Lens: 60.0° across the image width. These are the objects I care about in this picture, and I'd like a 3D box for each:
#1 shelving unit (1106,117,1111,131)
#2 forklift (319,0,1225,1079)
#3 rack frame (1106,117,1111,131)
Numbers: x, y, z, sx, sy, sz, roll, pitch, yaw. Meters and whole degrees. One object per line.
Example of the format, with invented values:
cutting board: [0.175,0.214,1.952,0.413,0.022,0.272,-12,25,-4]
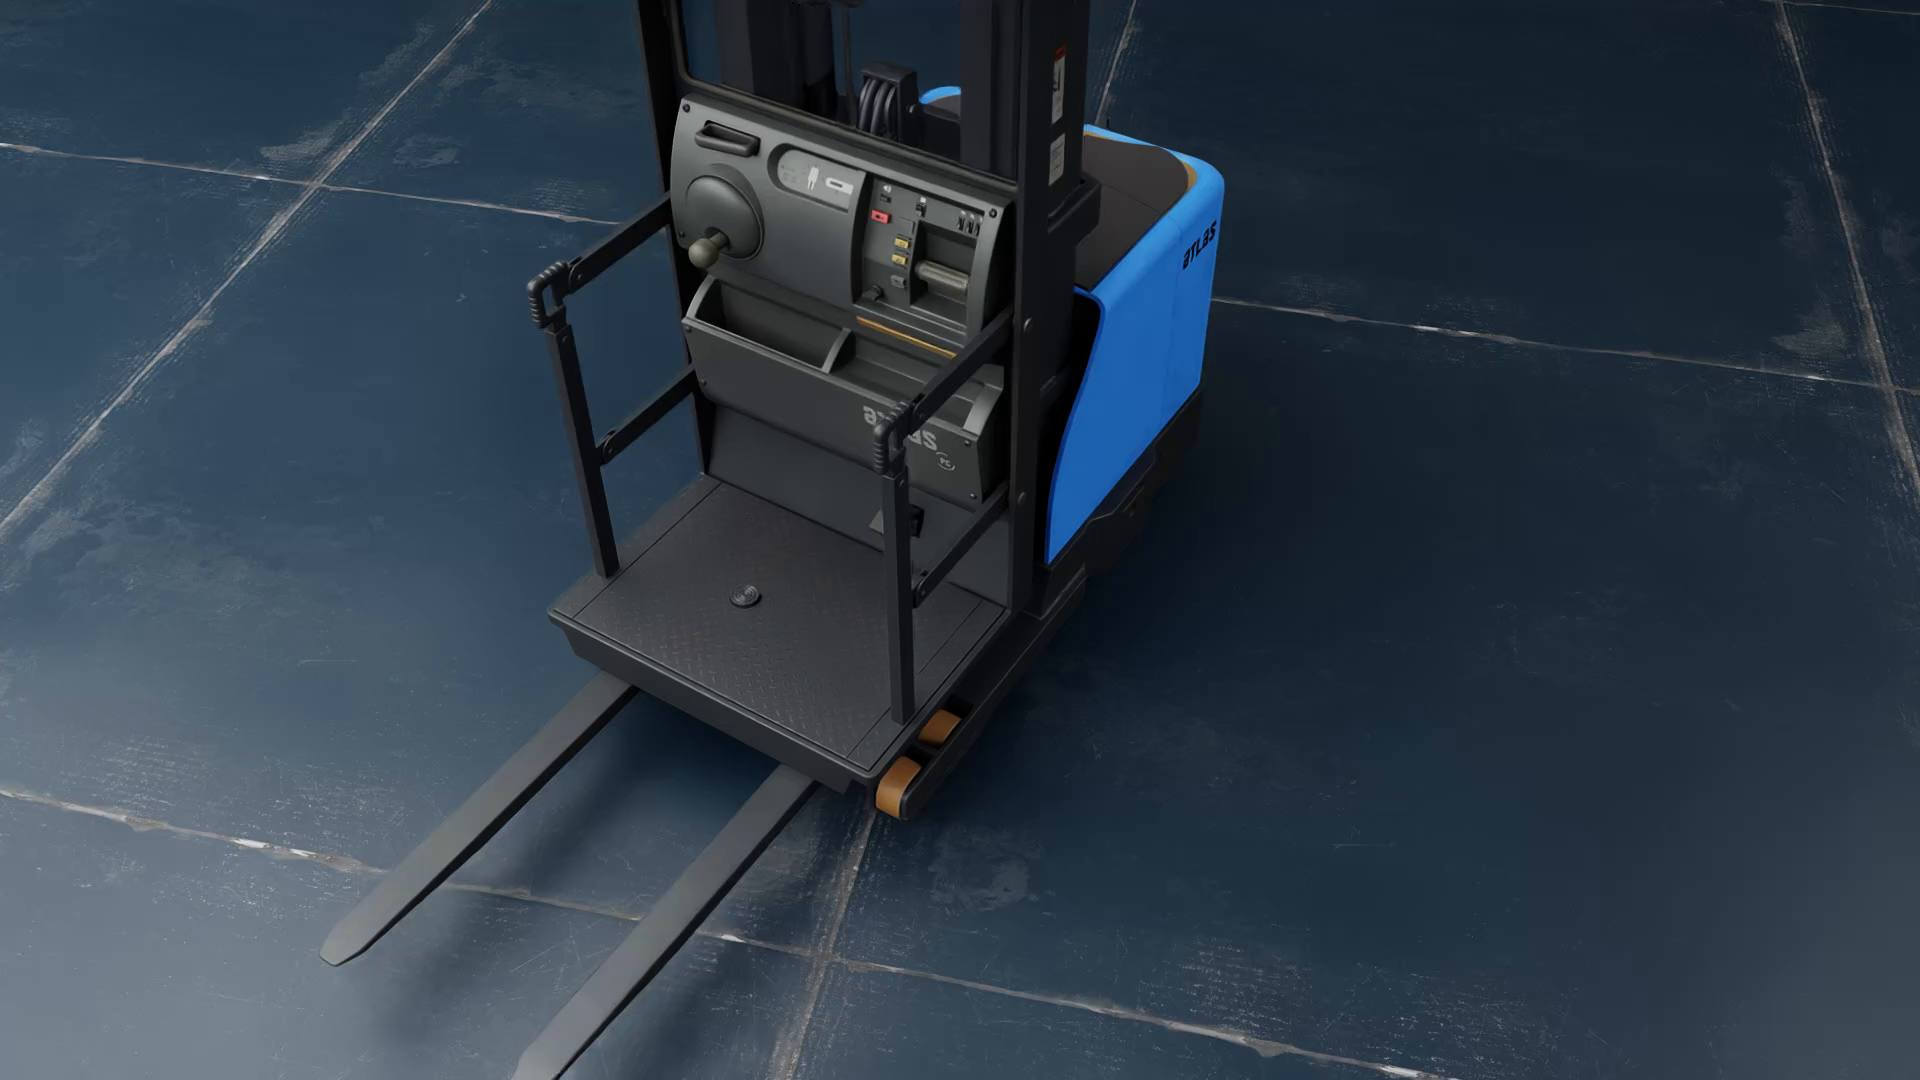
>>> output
shelving unit: [0.343,-0.992,5.632,0.210,0.900,0.258,16,46,16]
forklift: [-0.423,-0.684,3.847,1.130,2.935,3.031,24,49,23]
rack frame: [0.437,-0.964,5.603,0.006,0.900,0.240,16,46,16]
